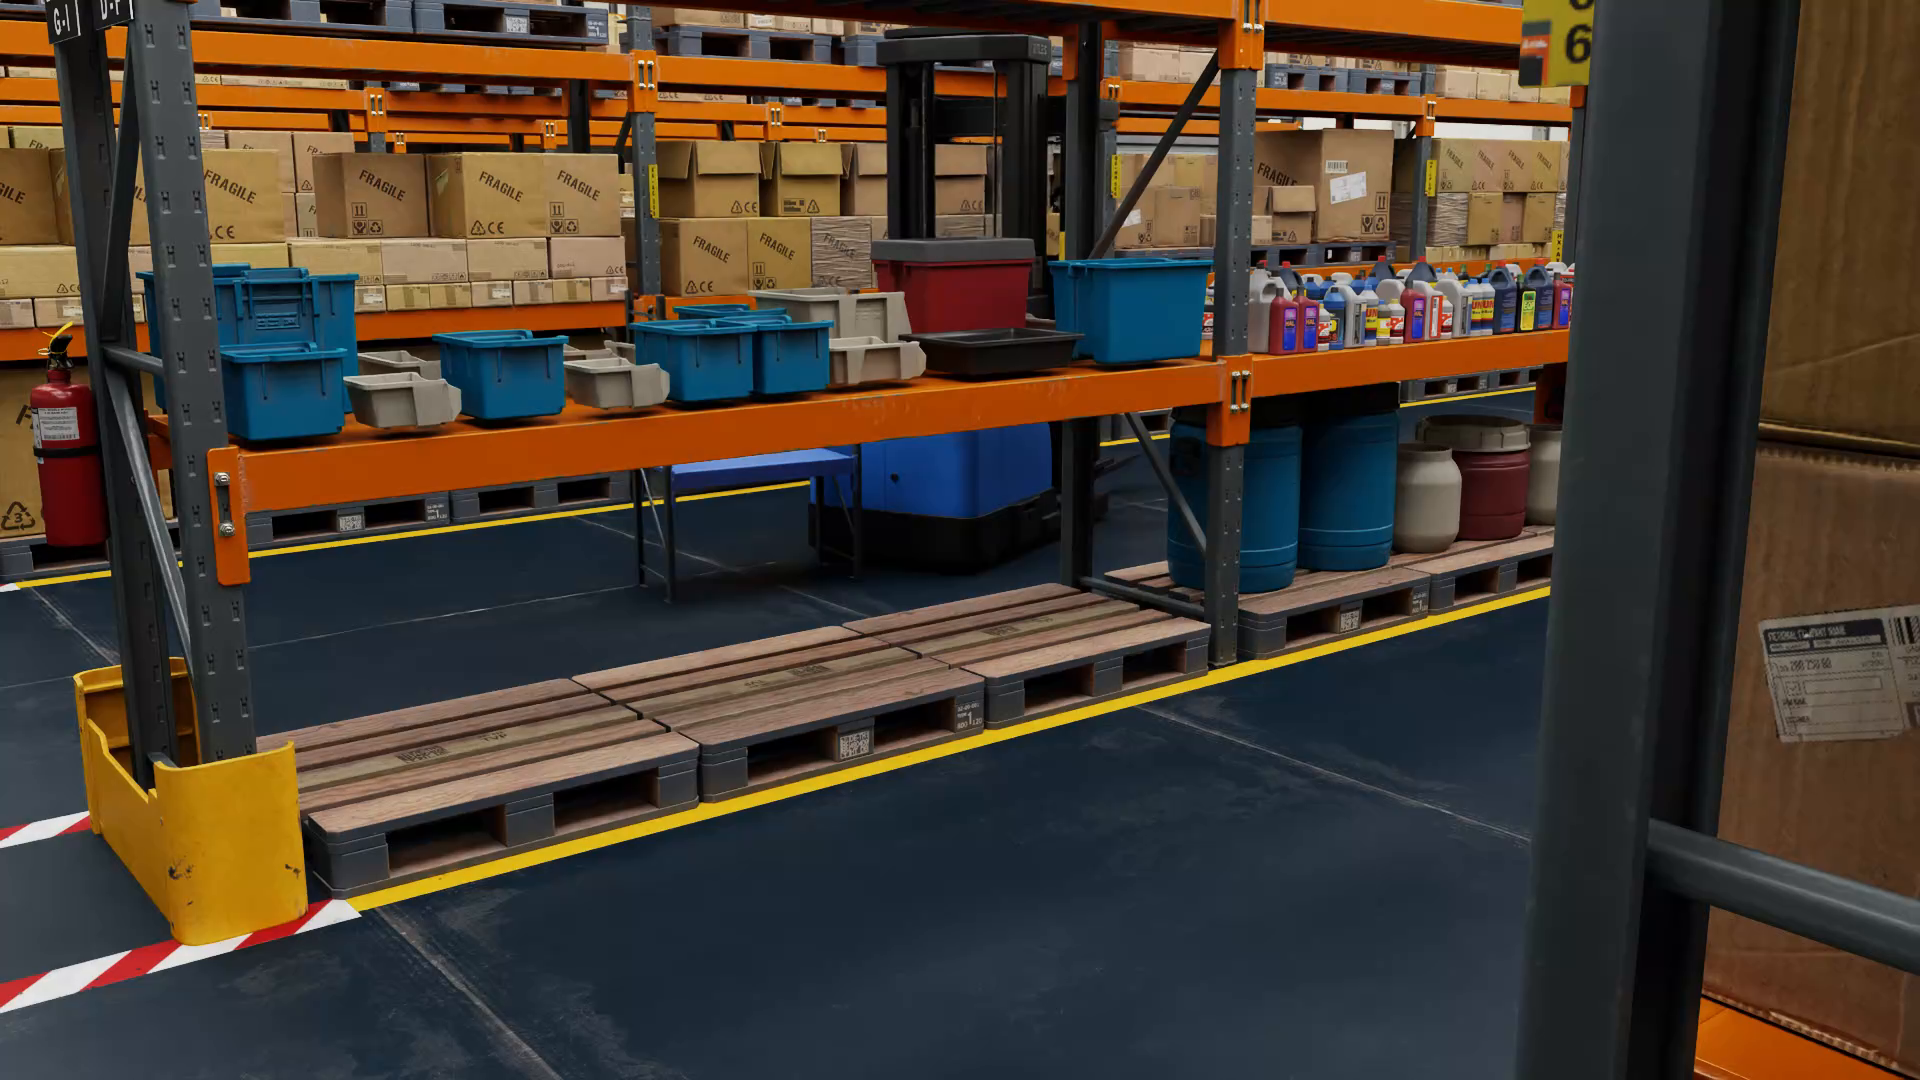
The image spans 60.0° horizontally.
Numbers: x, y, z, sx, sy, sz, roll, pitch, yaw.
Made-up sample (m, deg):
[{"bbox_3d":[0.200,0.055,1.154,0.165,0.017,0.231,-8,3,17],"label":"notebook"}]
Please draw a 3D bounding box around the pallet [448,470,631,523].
[{"bbox_3d":[-2.910,-0.363,10.829,1.213,0.211,1.003,-9,15,-38],"label":"pallet"}]

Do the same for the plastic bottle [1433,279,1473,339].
[{"bbox_3d":[2.330,-1.097,7.873,0.135,0.276,0.152,-9,15,-38],"label":"plastic bottle"}]

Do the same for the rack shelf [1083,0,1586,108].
[{"bbox_3d":[2.388,-2.384,8.146,4.000,0.370,1.077,-9,15,-38],"label":"rack shelf"}]

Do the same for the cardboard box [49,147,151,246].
[{"bbox_3d":[-4.457,-1.816,8.799,0.500,0.500,0.500,-10,16,-39],"label":"cardboard box"}]

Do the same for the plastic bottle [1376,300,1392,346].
[{"bbox_3d":[1.895,-0.981,7.506,0.097,0.201,0.097,0,12,0],"label":"plastic bottle"}]

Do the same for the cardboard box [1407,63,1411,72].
[{"bbox_3d":[4.318,-4.549,16.008,0.250,0.149,0.380,-9,15,-37],"label":"cardboard box"}]

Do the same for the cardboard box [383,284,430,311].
[{"bbox_3d":[-3.304,-1.430,9.748,0.250,0.149,0.380,-10,15,-39],"label":"cardboard box"}]

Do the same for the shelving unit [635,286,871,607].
[{"bbox_3d":[-1.033,-0.495,8.348,1.048,1.500,0.538,-5,13,-20],"label":"shelving unit"}]

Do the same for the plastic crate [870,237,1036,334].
[{"bbox_3d":[-0.027,-0.995,6.794,0.583,0.464,0.402,-9,15,-38],"label":"plastic crate"}]

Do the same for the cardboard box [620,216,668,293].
[{"bbox_3d":[-2.073,-1.967,11.428,0.500,0.500,0.500,-9,15,-37],"label":"cardboard box"}]

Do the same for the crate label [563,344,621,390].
[{"bbox_3d":[-1.336,-0.601,5.729,0.243,0.136,0.396,-9,15,-38],"label":"crate label"}]

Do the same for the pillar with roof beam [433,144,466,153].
[{"bbox_3d":[-5.294,-7.295,22.321,0.400,9.000,9.100,-9,15,-38],"label":"pillar with roof beam"}]

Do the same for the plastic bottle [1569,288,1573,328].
[{"bbox_3d":[3.087,-1.179,8.439,0.097,0.201,0.097,0,12,0],"label":"plastic bottle"}]

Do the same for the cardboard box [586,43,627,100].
[{"bbox_3d":[-3.226,-4.419,15.756,0.500,0.500,0.500,-9,15,-38],"label":"cardboard box"}]

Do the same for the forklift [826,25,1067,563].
[{"bbox_3d":[0.156,-1.572,9.977,1.130,2.935,3.031,3,12,15],"label":"forklift"}]

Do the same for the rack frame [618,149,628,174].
[{"bbox_3d":[-5.315,-5.263,27.191,0.127,3.000,1.000,-9,15,-38],"label":"rack frame"}]

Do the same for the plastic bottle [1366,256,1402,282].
[{"bbox_3d":[2.200,-1.301,8.650,0.185,0.351,0.144,-9,15,-38],"label":"plastic bottle"}]

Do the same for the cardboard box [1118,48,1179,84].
[{"bbox_3d":[1.382,-3.745,13.185,0.500,0.250,0.500,-9,15,-37],"label":"cardboard box"}]

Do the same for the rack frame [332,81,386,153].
[{"bbox_3d":[-5.287,-2.630,14.794,0.127,3.000,1.000,-9,15,-38],"label":"rack frame"}]

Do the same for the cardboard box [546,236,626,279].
[{"bbox_3d":[-2.448,-1.785,10.458,0.500,0.250,0.500,-10,15,-39],"label":"cardboard box"}]

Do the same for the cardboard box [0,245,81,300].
[{"bbox_3d":[-4.847,-1.384,8.571,0.500,0.250,0.500,-10,16,-39],"label":"cardboard box"}]

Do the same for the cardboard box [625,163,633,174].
[{"bbox_3d":[-4.234,-4.914,22.021,0.250,0.149,0.380,-10,16,-40],"label":"cardboard box"}]

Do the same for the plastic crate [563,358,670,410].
[{"bbox_3d":[-1.066,-0.486,5.184,0.298,0.136,0.250,-9,15,-38],"label":"plastic crate"}]

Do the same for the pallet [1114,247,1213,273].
[{"bbox_3d":[1.346,-2.348,13.925,1.003,0.211,1.213,-9,15,-38],"label":"pallet"}]

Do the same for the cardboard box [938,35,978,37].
[{"bbox_3d":[-0.194,-3.836,12.000,0.500,0.500,0.500,-8,15,-35],"label":"cardboard box"}]

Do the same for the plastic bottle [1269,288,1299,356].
[{"bbox_3d":[1.380,-0.931,7.071,0.133,0.283,0.061,-9,15,-38],"label":"plastic bottle"}]

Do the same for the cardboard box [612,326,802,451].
[{"bbox_3d":[-1.780,-1.065,11.527,0.875,0.875,1.225,-9,15,-37],"label":"cardboard box"}]

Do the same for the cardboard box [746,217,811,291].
[{"bbox_3d":[-1.360,-1.946,11.331,0.500,0.500,0.500,-9,15,-38],"label":"cardboard box"}]

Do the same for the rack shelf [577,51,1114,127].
[{"bbox_3d":[-0.706,-3.188,11.929,4.000,0.370,1.077,-9,15,-38],"label":"rack shelf"}]

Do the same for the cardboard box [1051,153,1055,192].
[{"bbox_3d":[1.269,-4.312,19.754,0.550,0.550,0.875,-9,15,-38],"label":"cardboard box"}]

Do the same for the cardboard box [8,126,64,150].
[{"bbox_3d":[-7.084,-2.940,12.890,0.500,0.500,0.500,-10,15,-39],"label":"cardboard box"}]

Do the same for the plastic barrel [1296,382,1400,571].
[{"bbox_3d":[1.815,-0.348,8.087,0.708,0.901,0.600,-9,15,-38],"label":"plastic barrel"}]

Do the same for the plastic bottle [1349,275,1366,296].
[{"bbox_3d":[1.990,-1.193,8.333,0.097,0.271,0.097,0,12,0],"label":"plastic bottle"}]

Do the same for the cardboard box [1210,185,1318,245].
[{"bbox_3d":[2.683,-2.867,14.648,0.637,0.503,0.797,-8,14,-32],"label":"cardboard box"}]

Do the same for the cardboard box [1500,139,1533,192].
[{"bbox_3d":[5.270,-3.681,16.380,0.500,0.500,0.500,-9,15,-38],"label":"cardboard box"}]

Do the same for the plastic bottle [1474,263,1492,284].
[{"bbox_3d":[2.916,-1.398,9.270,0.133,0.283,0.061,-9,15,-38],"label":"plastic bottle"}]

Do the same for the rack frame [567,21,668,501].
[{"bbox_3d":[-2.267,-1.813,10.944,0.127,3.000,1.000,-9,15,-38],"label":"rack frame"}]

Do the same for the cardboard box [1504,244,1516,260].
[{"bbox_3d":[5.296,-2.873,16.543,0.250,0.149,0.380,-9,15,-38],"label":"cardboard box"}]

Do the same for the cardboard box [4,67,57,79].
[{"bbox_3d":[-7.092,-3.659,12.776,0.500,0.250,0.500,-10,16,-39],"label":"cardboard box"}]

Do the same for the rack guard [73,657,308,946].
[{"bbox_3d":[-2.307,0.738,4.951,0.348,0.500,1.175,-9,15,-38],"label":"rack guard"}]

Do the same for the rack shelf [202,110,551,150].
[{"bbox_3d":[-6.897,-4.795,19.499,4.000,0.370,1.077,-9,15,-38],"label":"rack shelf"}]

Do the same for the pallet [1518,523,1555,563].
[{"bbox_3d":[3.361,-0.055,9.381,1.213,0.211,1.003,-9,15,-38],"label":"pallet"}]

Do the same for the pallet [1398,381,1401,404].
[{"bbox_3d":[3.372,-1.385,15.645,1.213,0.211,1.003,-9,15,-38],"label":"pallet"}]

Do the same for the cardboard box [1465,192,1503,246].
[{"bbox_3d":[4.782,-3.153,16.298,0.500,0.500,0.875,-9,15,-38],"label":"cardboard box"}]

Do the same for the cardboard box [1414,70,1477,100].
[{"bbox_3d":[4.491,-4.262,15.616,0.500,0.250,0.500,-10,16,-40],"label":"cardboard box"}]

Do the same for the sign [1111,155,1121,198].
[{"bbox_3d":[1.205,-2.808,12.846,0.005,0.325,0.100,-9,15,-38],"label":"sign"}]

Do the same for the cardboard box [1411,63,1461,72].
[{"bbox_3d":[4.426,-4.432,15.458,0.250,0.149,0.380,-10,16,-39],"label":"cardboard box"}]

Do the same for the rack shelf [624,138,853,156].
[{"bbox_3d":[-3.754,-6.638,28.176,4.000,0.370,1.077,-9,15,-38],"label":"rack shelf"}]

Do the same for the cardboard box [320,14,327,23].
[{"bbox_3d":[-5.360,-4.379,14.005,0.250,0.149,0.380,-10,16,-40],"label":"cardboard box"}]

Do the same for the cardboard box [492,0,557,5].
[{"bbox_3d":[-2.841,-3.472,10.044,0.500,0.500,0.700,-11,16,-41],"label":"cardboard box"}]

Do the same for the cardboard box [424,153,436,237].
[{"bbox_3d":[-3.191,-2.168,10.458,0.500,0.500,0.500,-9,15,-38],"label":"cardboard box"}]

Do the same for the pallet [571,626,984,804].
[{"bbox_3d":[-0.677,0.616,6.222,1.213,0.211,1.003,-9,15,-38],"label":"pallet"}]

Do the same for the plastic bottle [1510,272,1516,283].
[{"bbox_3d":[2.774,-1.201,8.343,0.133,0.283,0.061,-9,15,-38],"label":"plastic bottle"}]

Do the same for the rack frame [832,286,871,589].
[{"bbox_3d":[-0.558,-0.532,8.524,0.032,1.500,0.500,-5,13,-20],"label":"rack frame"}]
